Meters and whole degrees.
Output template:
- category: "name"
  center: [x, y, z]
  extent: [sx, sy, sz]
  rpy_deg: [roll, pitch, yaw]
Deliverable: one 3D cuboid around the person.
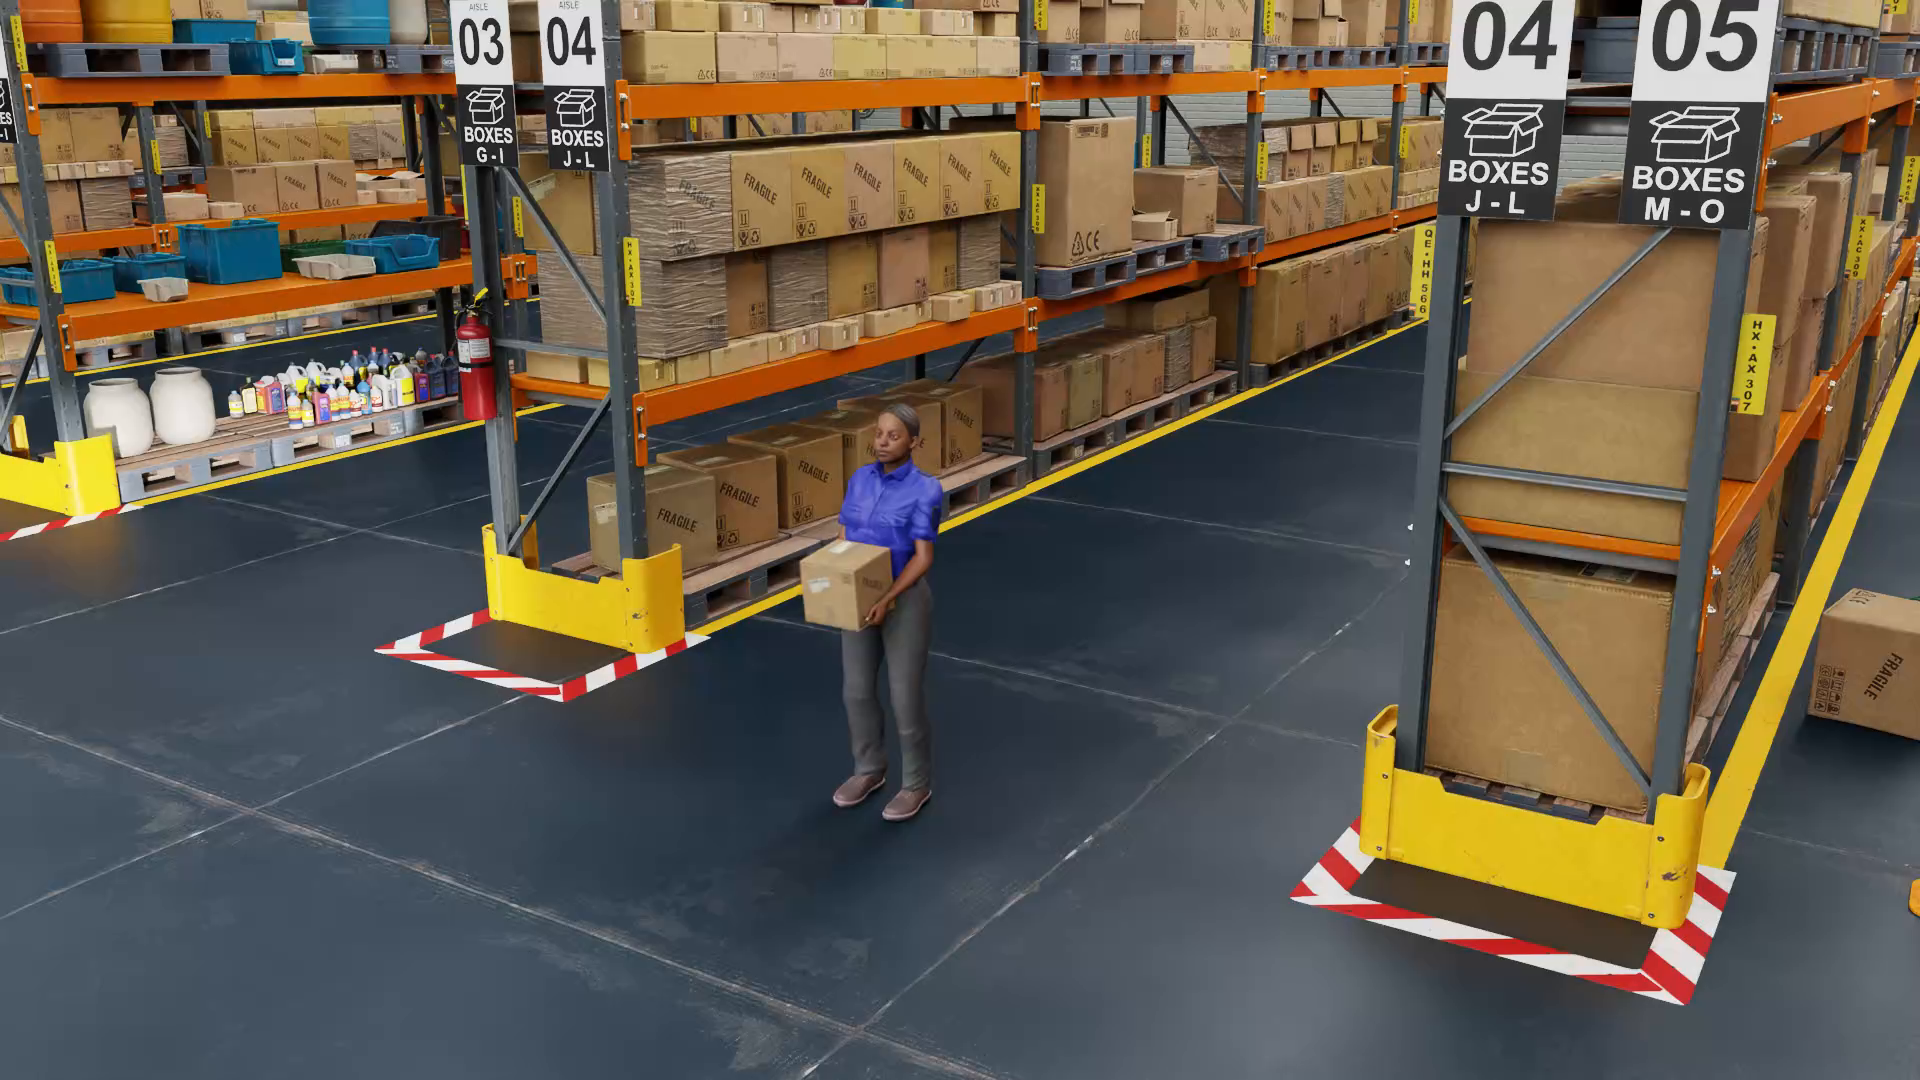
- category: "person"
  center: [-0.330, 0.295, 6.545]
  extent: [0.449, 1.647, 0.513]
  rpy_deg: [10, 19, 30]
